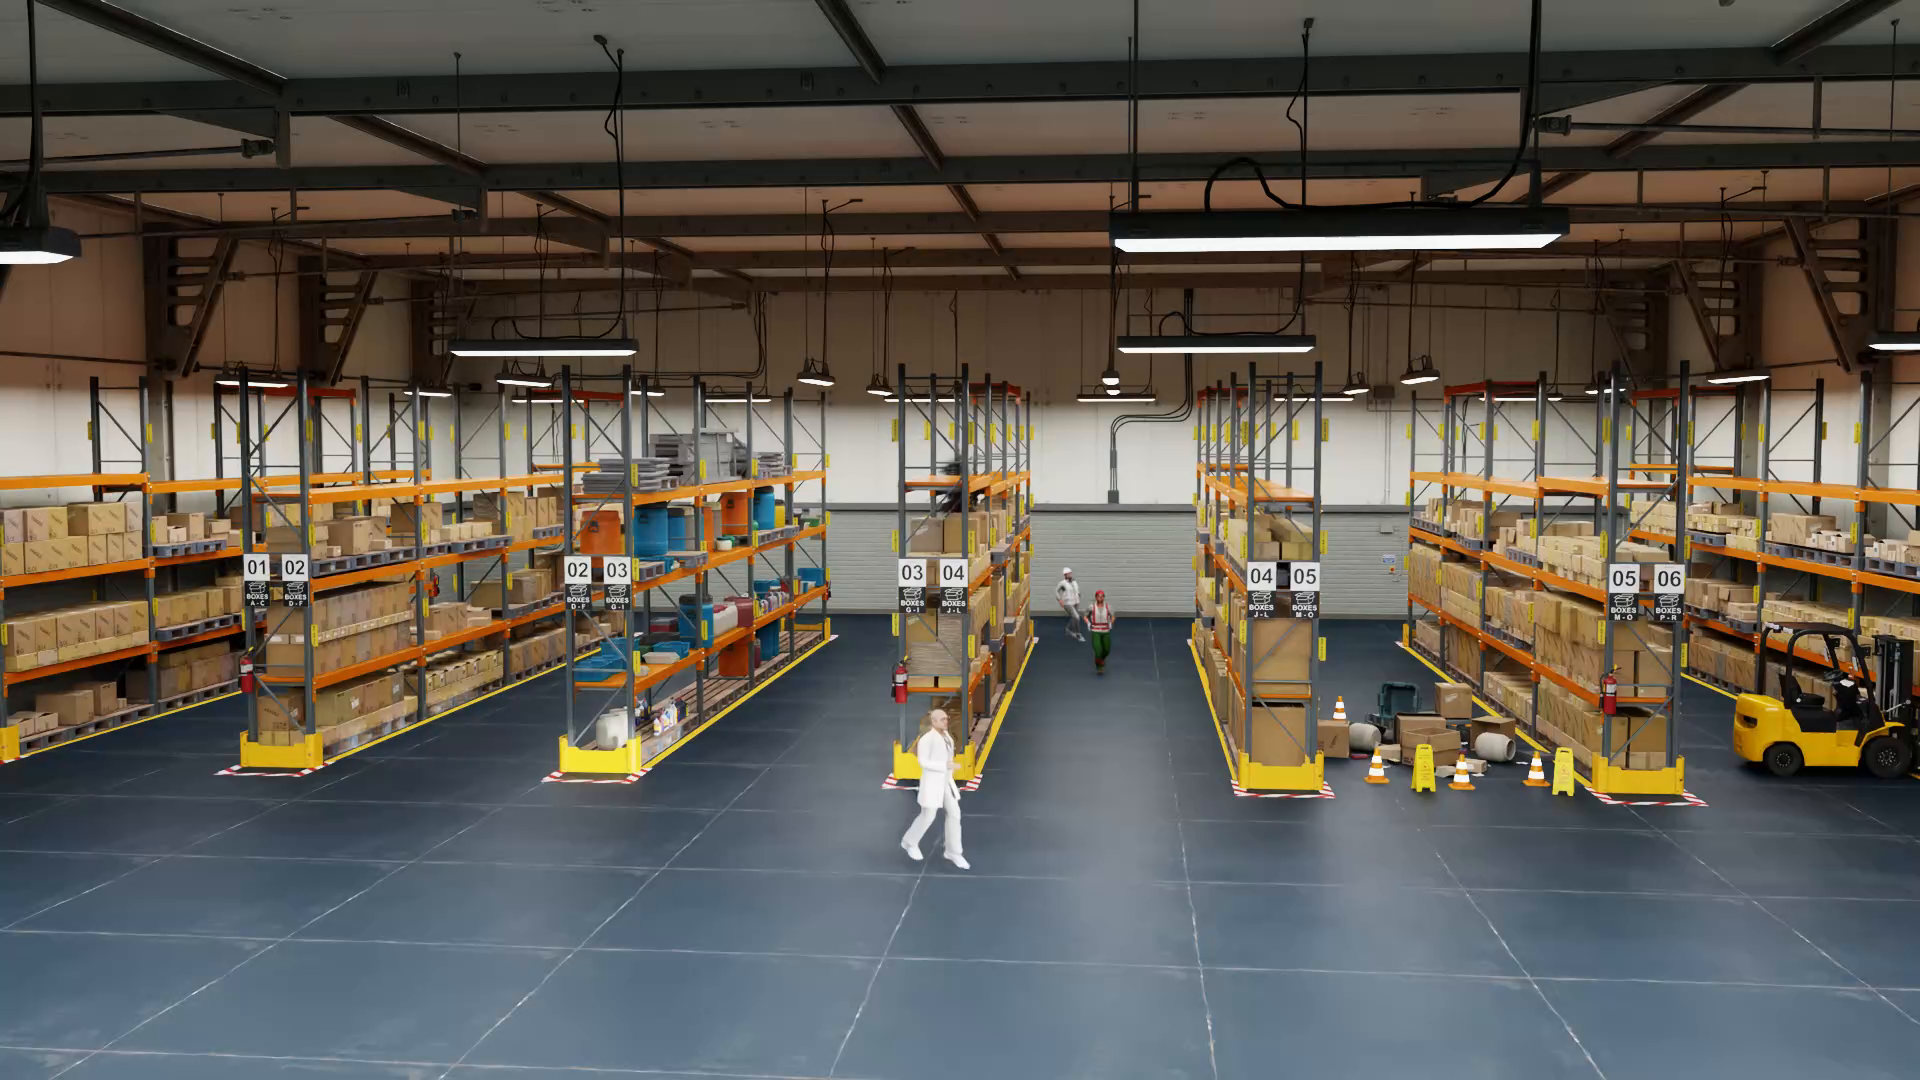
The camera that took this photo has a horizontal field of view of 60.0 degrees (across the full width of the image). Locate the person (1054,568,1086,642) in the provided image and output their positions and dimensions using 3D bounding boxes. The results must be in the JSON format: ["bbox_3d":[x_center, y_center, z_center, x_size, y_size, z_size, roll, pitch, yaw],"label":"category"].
[{"bbox_3d":[2.676,1.554,40.145,0.702,1.780,0.779,-3,5,-38],"label":"person"}]

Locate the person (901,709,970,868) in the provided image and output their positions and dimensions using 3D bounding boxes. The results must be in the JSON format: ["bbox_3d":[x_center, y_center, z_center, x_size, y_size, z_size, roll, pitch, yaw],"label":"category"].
[{"bbox_3d":[-0.288,2.876,19.313,0.887,1.845,0.736,3,5,36],"label":"person"}]

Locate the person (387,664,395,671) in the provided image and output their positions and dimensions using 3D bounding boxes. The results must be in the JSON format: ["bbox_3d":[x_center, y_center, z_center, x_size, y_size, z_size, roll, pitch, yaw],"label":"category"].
[{"bbox_3d":[-11.086,2.127,32.468,0.584,1.628,0.668,0,4,4],"label":"person"}]

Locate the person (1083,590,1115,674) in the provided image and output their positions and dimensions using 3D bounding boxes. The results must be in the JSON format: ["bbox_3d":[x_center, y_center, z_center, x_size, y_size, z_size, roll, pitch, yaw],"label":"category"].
[{"bbox_3d":[2.907,1.910,34.646,0.657,1.740,0.673,0,4,-4],"label":"person"}]
